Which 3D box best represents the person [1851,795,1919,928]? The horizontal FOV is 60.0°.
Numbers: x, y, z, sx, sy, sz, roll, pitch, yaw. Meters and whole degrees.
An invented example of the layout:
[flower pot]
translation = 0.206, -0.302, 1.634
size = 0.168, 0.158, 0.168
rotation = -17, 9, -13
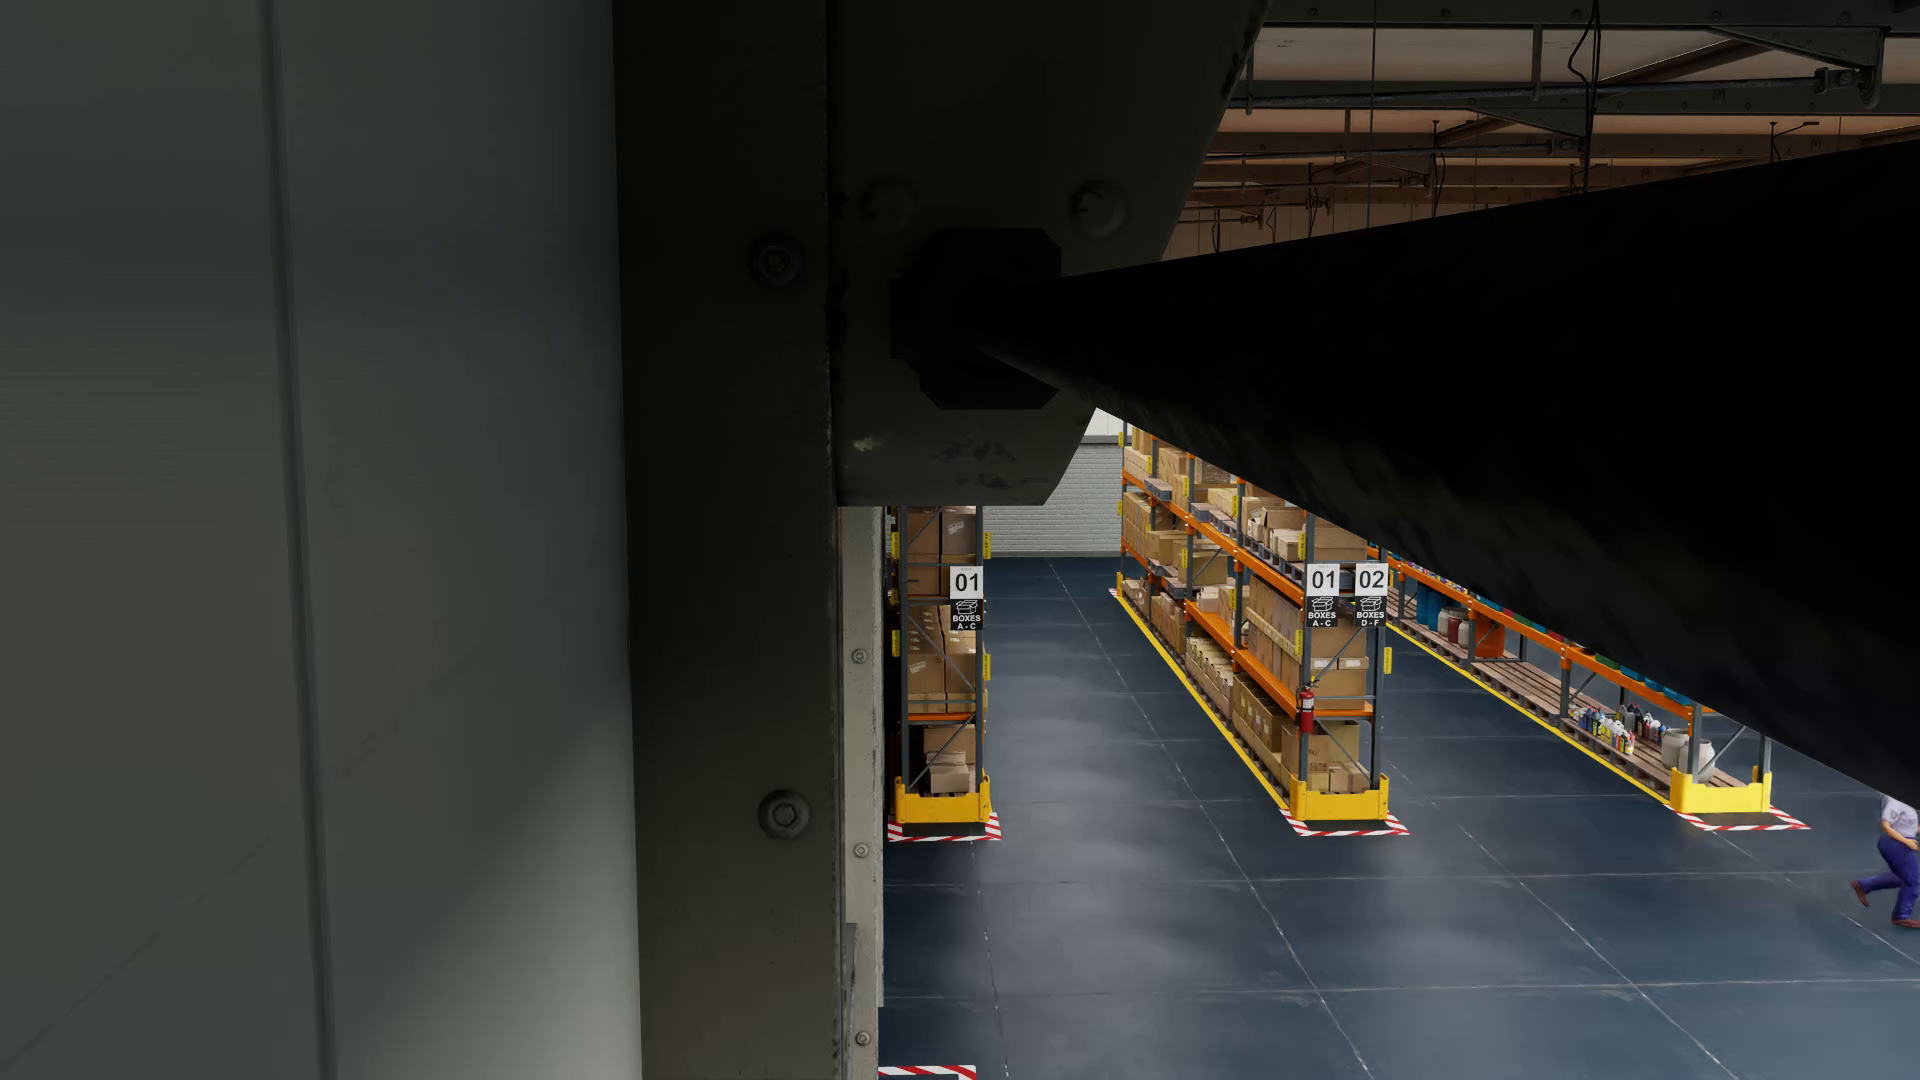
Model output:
[person]
translation = 9.583, 3.162, 17.096
size = 0.687, 1.580, 0.613
rotation = 4, 9, 26
